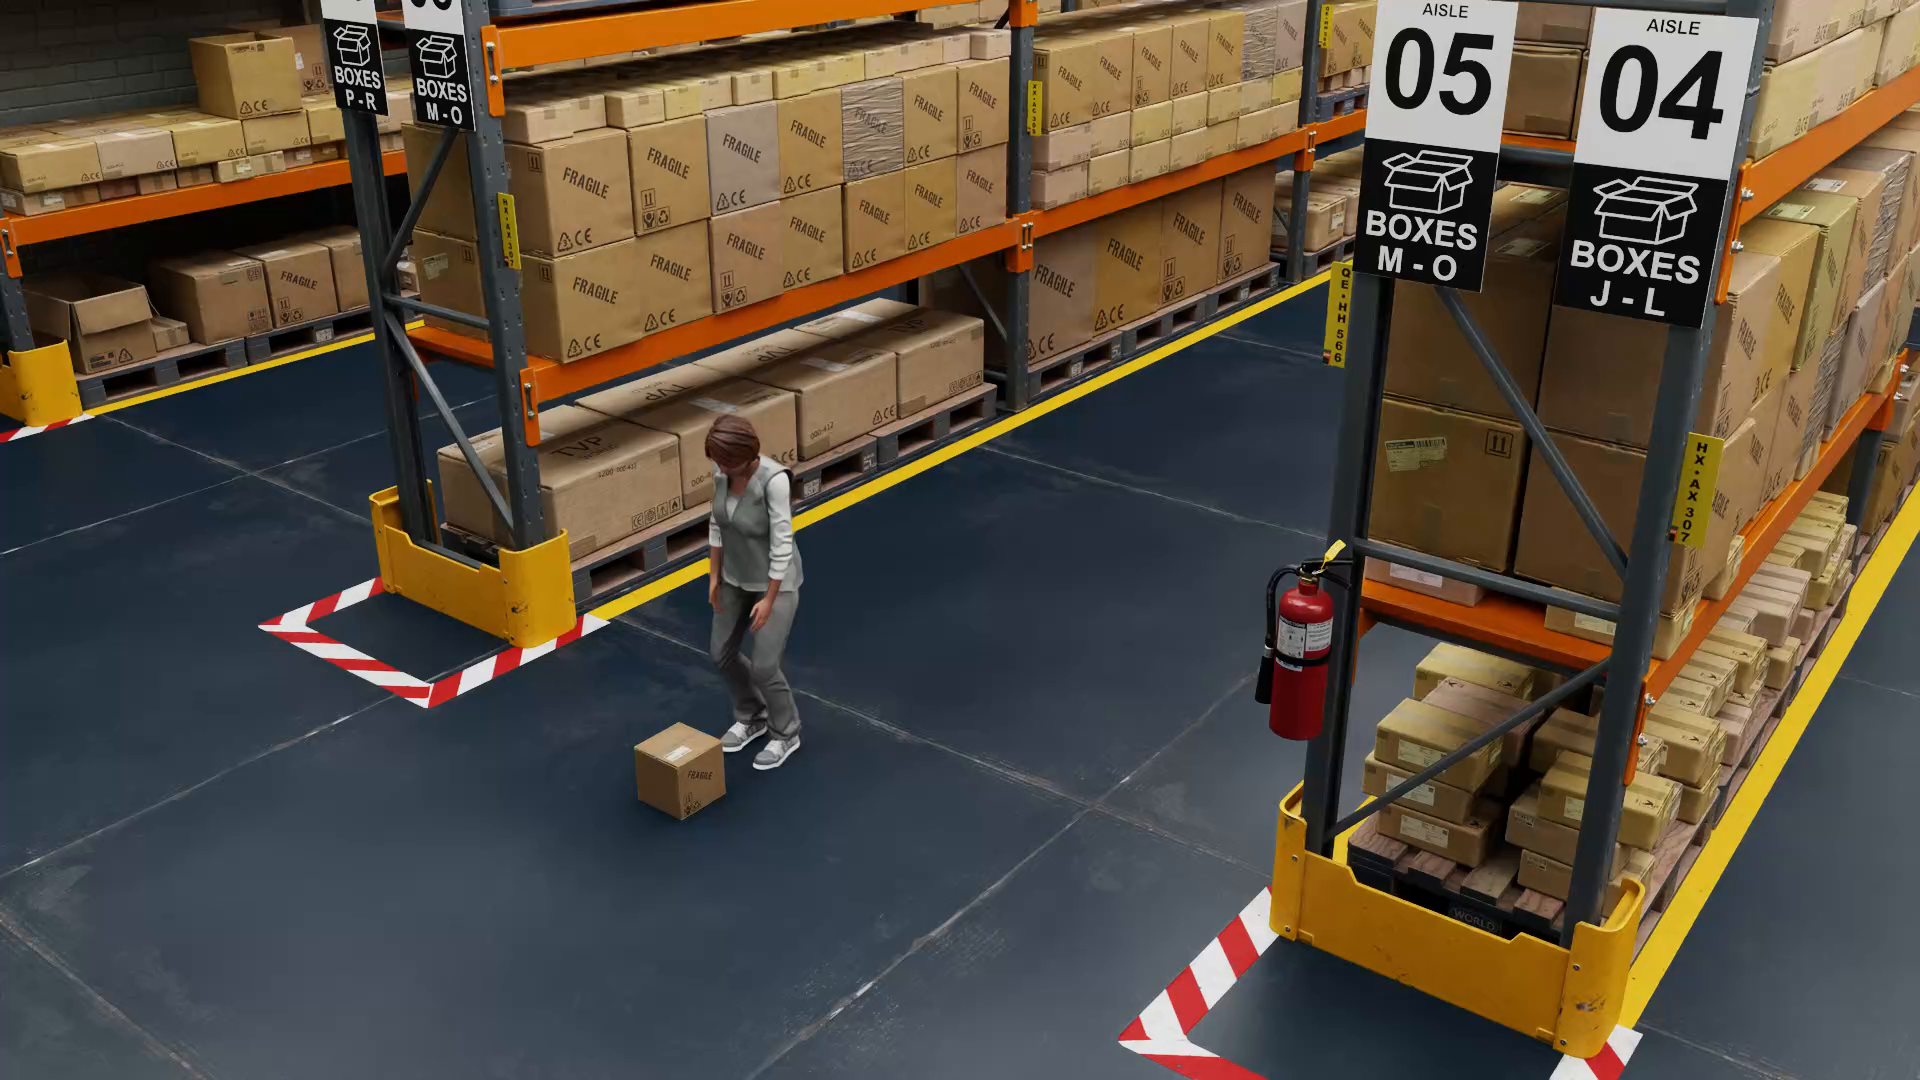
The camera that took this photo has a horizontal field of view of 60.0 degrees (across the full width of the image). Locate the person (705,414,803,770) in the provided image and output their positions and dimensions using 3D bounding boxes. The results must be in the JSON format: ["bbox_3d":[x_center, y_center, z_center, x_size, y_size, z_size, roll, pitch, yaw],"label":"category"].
[{"bbox_3d":[-0.825,0.198,6.750,0.433,1.539,0.417,18,29,35],"label":"person"}]
